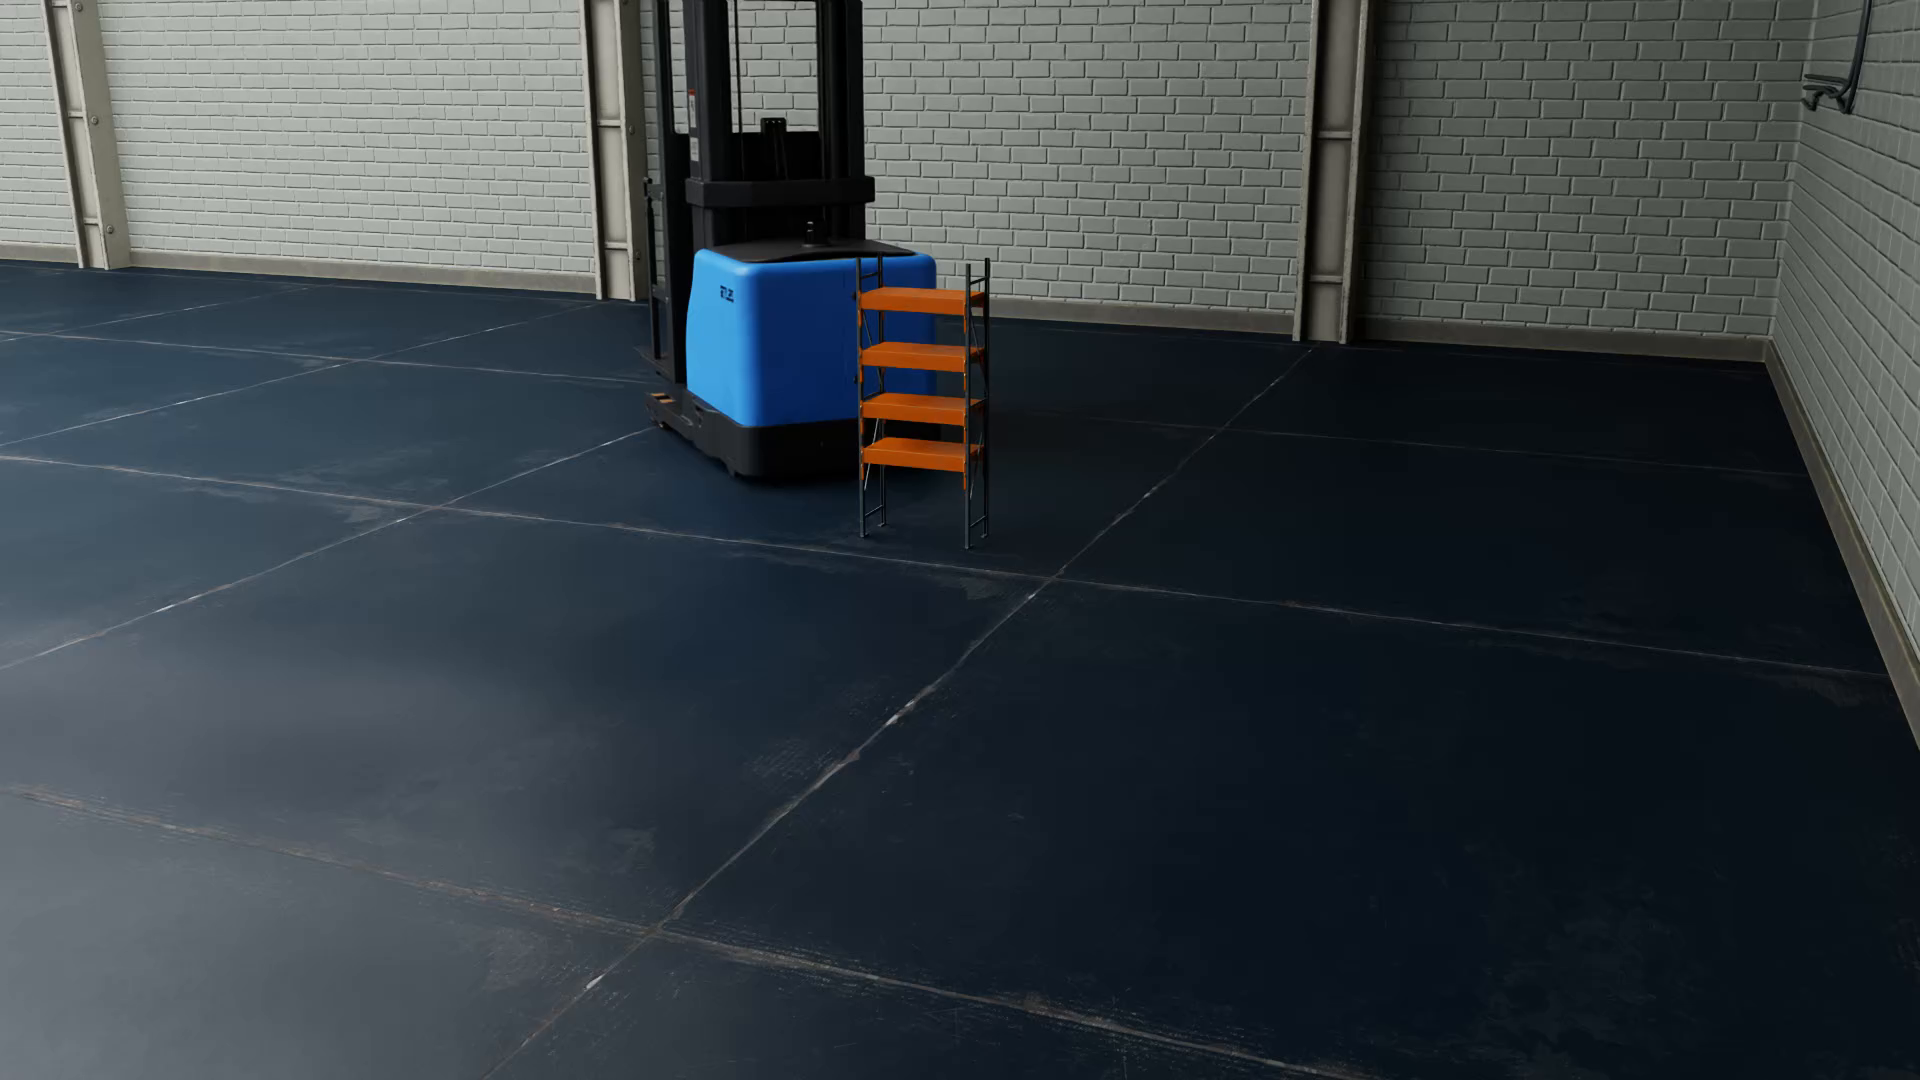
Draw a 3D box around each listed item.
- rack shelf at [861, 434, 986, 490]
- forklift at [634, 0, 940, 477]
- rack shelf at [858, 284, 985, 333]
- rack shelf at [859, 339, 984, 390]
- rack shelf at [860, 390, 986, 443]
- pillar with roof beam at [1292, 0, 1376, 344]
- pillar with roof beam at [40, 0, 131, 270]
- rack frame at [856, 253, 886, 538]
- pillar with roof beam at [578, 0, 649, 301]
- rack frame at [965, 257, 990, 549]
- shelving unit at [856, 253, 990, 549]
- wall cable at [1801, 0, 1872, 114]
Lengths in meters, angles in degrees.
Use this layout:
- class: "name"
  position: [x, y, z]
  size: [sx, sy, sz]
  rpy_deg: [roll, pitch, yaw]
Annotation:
- class: "rack shelf"
  position: [-0.154, -0.338, 7.139]
  size: [0.480, 0.148, 0.258]
  rpy_deg: [6, 17, 21]
- class: "forklift"
  position: [-1.159, -2.079, 9.077]
  size: [1.130, 2.935, 3.031]
  rpy_deg: [-7, 18, -23]
- class: "rack shelf"
  position: [-0.154, -0.971, 6.955]
  size: [0.480, 0.148, 0.258]
  rpy_deg: [6, 17, 21]
- class: "rack shelf"
  position: [-0.154, -0.743, 7.021]
  size: [0.480, 0.148, 0.258]
  rpy_deg: [6, 17, 21]
- class: "rack shelf"
  position: [-0.154, -0.529, 7.083]
  size: [0.480, 0.148, 0.258]
  rpy_deg: [6, 17, 21]
- class: "pillar with roof beam"
  position: [1.105, -4.690, 7.189]
  size: [0.400, 9.000, 9.100]
  rpy_deg: [6, 17, 21]
- class: "pillar with roof beam"
  position: [-10.059, -5.918, 11.418]
  size: [0.400, 9.000, 9.100]
  rpy_deg: [6, 17, 21]
- class: "rack frame"
  position: [-0.381, -0.618, 7.151]
  size: [0.015, 1.200, 0.240]
  rpy_deg: [6, 17, 21]
- class: "pillar with roof beam"
  position: [-4.477, -5.304, 9.304]
  size: [0.400, 9.000, 9.100]
  rpy_deg: [6, 17, 21]
- class: "rack frame"
  position: [0.073, -0.568, 6.979]
  size: [0.015, 1.200, 0.240]
  rpy_deg: [6, 17, 21]
- class: "shelving unit"
  position: [-0.154, -0.593, 7.065]
  size: [0.503, 1.200, 0.258]
  rpy_deg: [6, 17, 21]
- class: "wall cable"
  position: [4.939, -3.671, 9.249]
  size: [0.112, 2.526, 3.097]
  rpy_deg: [6, 17, 21]
